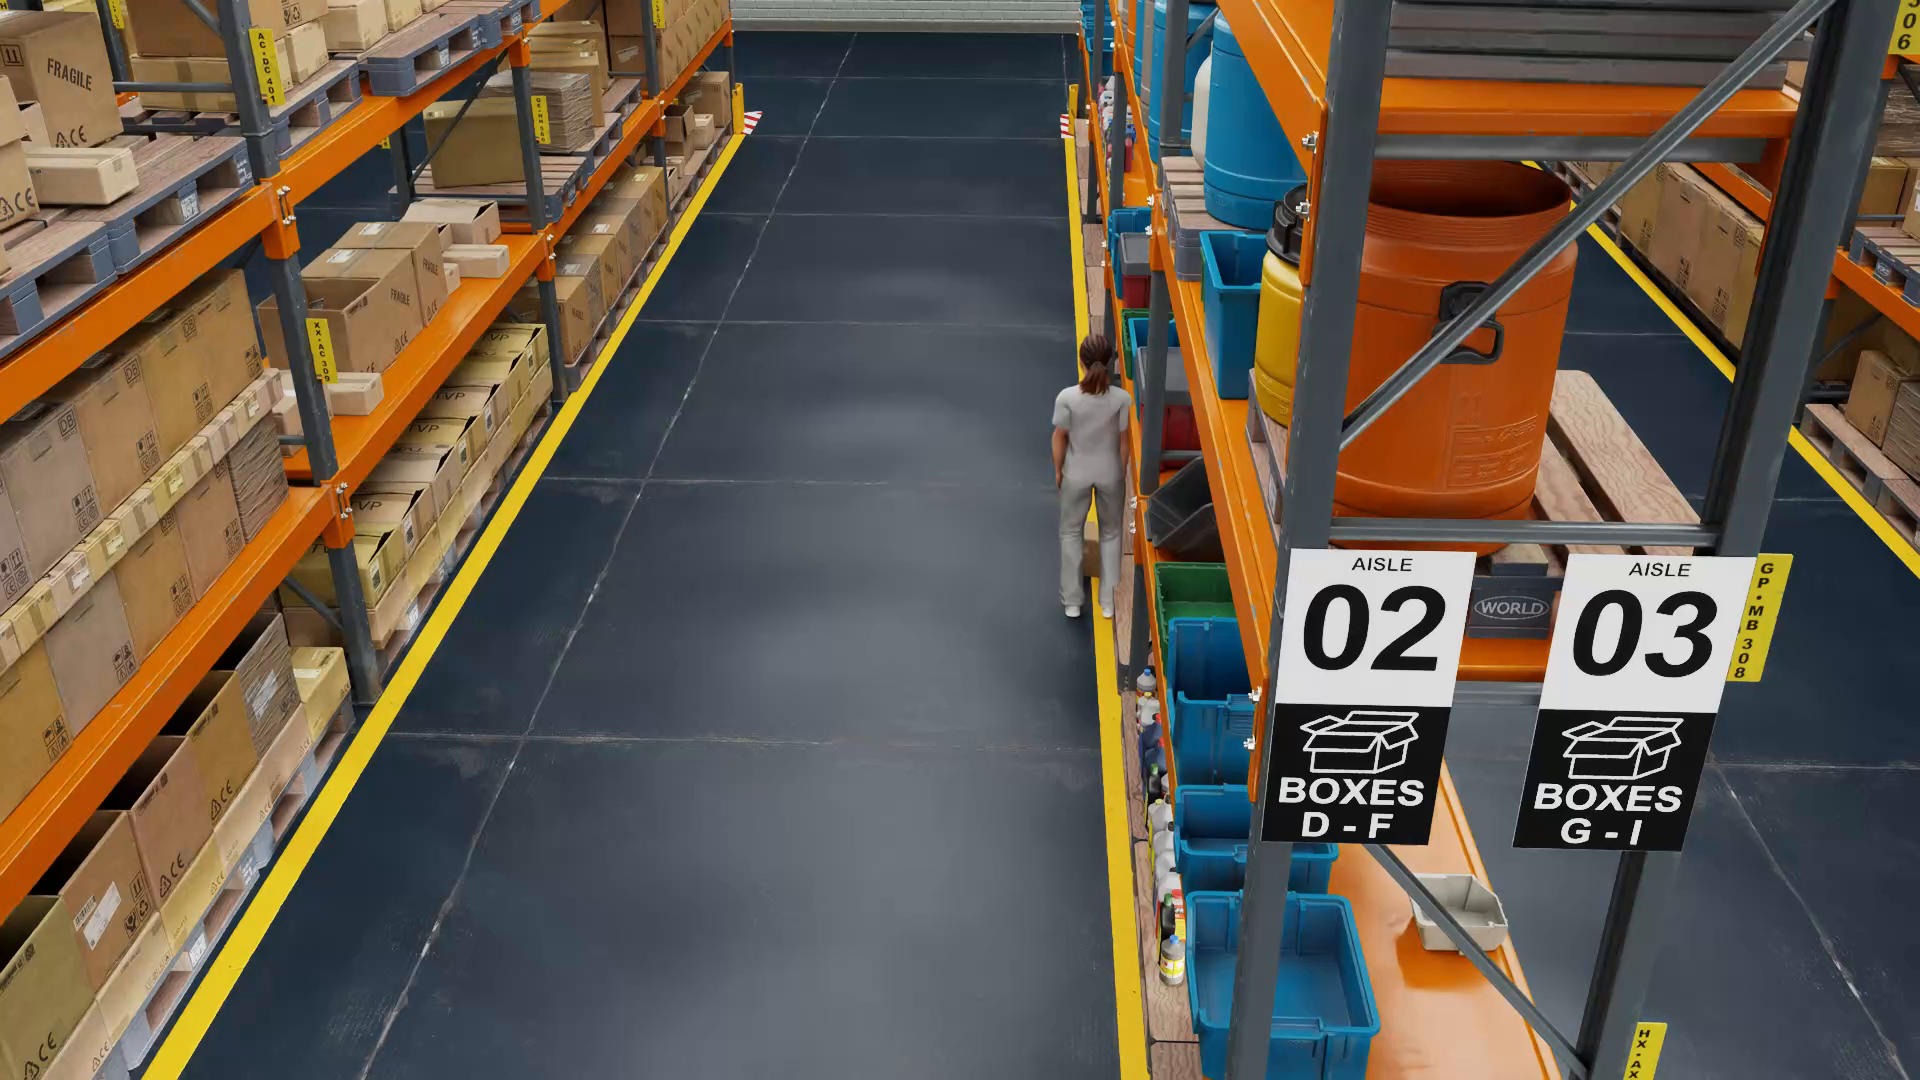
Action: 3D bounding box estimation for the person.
[{"bbox_3d":[0.726,-0.340,9.273,0.444,1.669,0.349,2,28,3],"label":"person"}]
